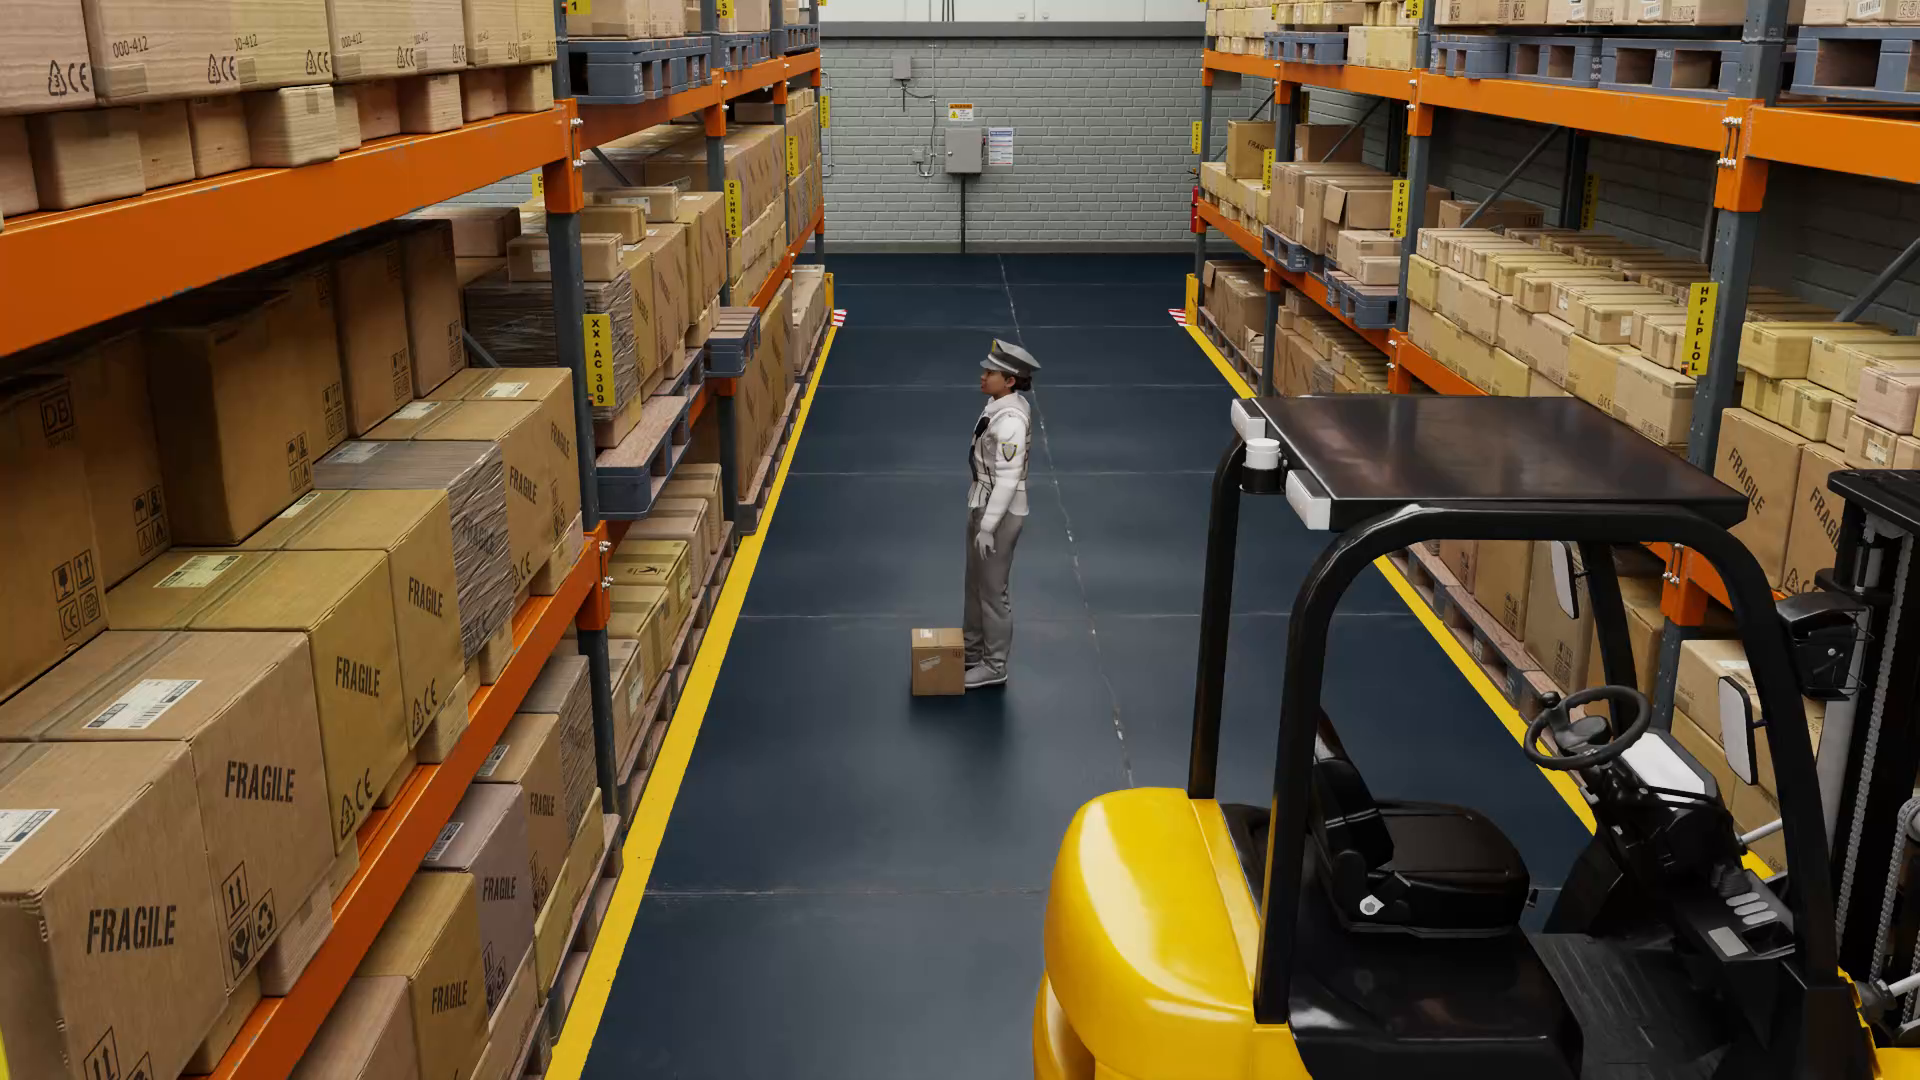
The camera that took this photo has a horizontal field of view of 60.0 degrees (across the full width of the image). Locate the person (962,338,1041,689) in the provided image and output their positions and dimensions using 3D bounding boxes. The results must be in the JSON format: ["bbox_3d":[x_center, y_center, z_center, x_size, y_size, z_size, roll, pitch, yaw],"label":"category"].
[{"bbox_3d":[0.100,-0.119,7.844,0.533,1.697,0.588,0,17,-1],"label":"person"}]
